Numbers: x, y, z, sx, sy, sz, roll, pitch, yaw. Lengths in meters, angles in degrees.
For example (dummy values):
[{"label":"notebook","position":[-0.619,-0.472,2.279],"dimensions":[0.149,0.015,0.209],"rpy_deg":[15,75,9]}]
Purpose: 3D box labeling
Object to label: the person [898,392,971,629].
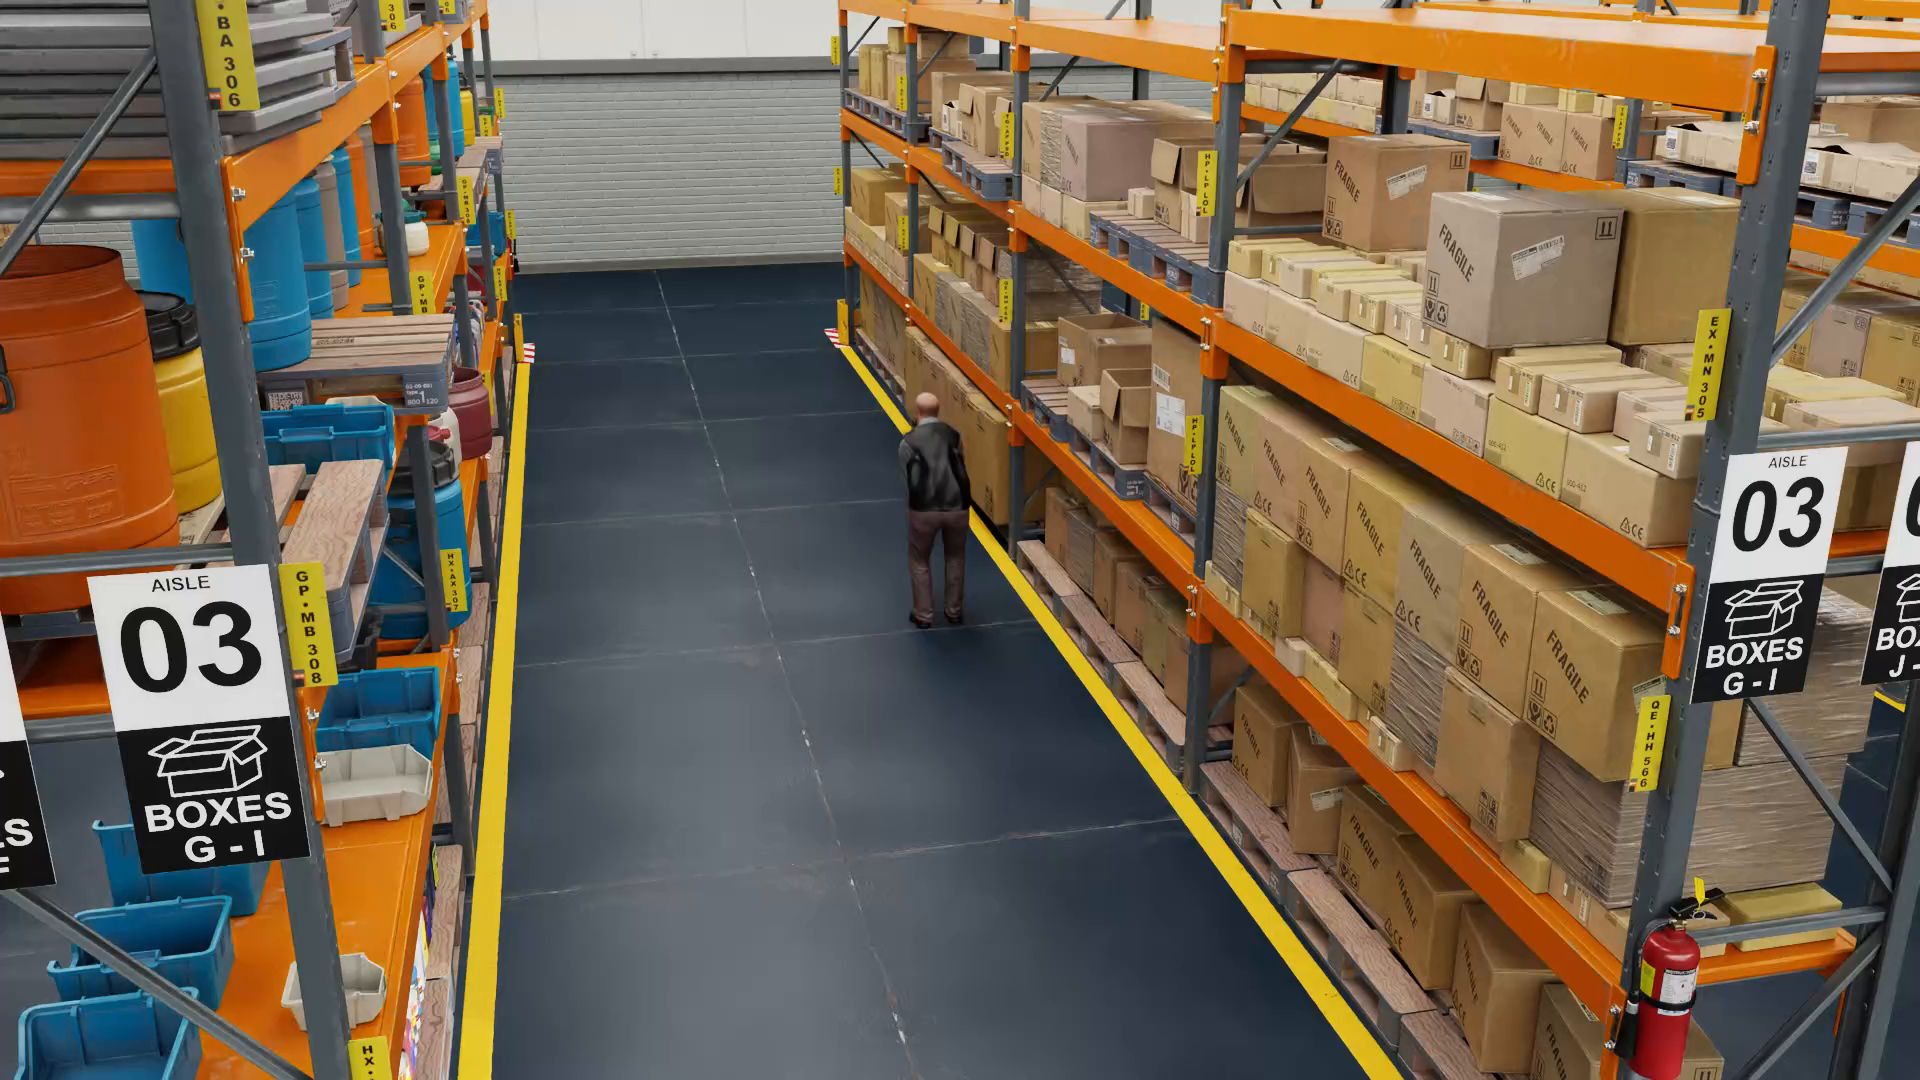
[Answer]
[{"label":"person","position":[-0.184,-0.207,11.822],"dimensions":[0.471,1.640,0.612],"rpy_deg":[-5,20,-13]}]
